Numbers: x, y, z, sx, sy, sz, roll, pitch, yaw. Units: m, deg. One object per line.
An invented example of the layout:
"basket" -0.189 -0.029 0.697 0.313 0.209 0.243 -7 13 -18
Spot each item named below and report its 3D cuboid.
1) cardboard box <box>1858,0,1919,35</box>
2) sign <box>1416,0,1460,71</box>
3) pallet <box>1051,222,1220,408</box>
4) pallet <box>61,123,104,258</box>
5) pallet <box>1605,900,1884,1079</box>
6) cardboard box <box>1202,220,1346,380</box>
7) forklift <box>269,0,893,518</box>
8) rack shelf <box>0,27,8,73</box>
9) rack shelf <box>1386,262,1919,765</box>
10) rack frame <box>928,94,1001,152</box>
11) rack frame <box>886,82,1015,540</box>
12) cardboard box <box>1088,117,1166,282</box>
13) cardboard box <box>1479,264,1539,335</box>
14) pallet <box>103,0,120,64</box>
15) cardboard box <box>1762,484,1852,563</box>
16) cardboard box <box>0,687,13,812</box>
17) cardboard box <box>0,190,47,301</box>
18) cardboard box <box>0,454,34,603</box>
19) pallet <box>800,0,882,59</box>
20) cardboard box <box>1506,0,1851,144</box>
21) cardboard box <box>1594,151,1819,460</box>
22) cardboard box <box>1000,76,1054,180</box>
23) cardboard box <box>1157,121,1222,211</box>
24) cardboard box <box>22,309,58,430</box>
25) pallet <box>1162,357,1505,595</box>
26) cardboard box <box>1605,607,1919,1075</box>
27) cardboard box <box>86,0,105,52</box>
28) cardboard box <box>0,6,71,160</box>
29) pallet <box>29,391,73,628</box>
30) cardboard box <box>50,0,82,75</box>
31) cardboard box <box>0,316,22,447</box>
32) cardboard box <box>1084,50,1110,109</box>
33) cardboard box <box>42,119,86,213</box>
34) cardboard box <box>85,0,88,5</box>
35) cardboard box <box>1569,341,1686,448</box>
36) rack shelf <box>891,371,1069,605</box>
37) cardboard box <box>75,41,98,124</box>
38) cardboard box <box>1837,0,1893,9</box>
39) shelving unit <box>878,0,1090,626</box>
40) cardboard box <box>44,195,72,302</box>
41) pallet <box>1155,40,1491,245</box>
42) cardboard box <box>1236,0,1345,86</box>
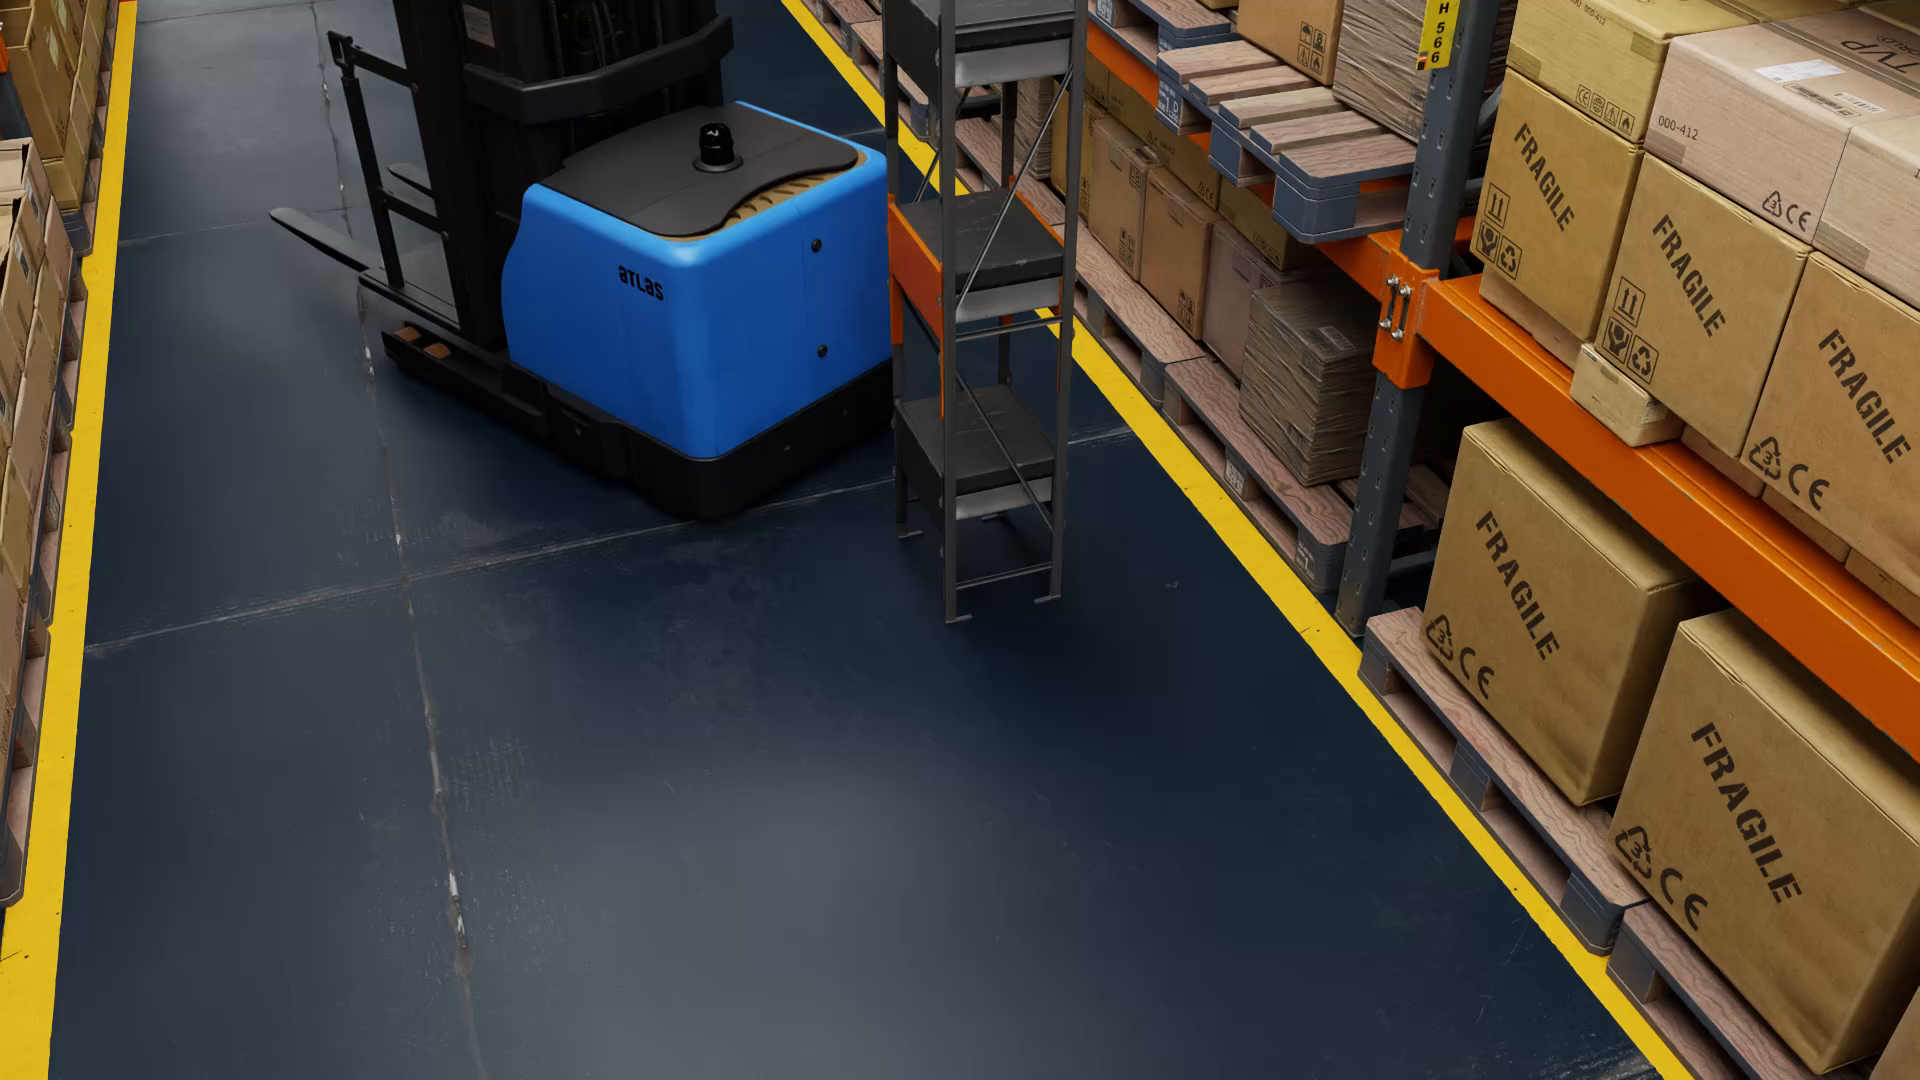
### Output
"cardboard box" 2.281 -0.984 3.593 0.500 0.250 0.500 -14 39 -17
"sign" 1.201 -1.327 4.122 0.100 0.325 0.005 -12 39 -16
"pallet" 1.023 -1.030 6.941 1.003 0.211 1.213 -12 39 -16
"pallet" -4.554 -1.590 7.685 1.003 0.211 1.213 -12 39 -16
"pallet" 2.323 1.249 3.916 1.003 0.211 1.213 -12 39 -16
"cardboard box" 1.342 -0.902 6.166 0.700 0.500 0.500 -13 39 -16
"forklift" -1.664 -1.993 5.960 3.031 2.935 1.130 27 45 31
"rack shelf" -3.631 -0.828 4.955 1.077 0.370 4.000 -12 39 -16
"rack shelf" 2.395 0.404 3.319 1.077 0.370 4.000 -12 39 -16
"rack frame" 0.330 -3.273 7.602 1.000 3.000 0.127 -12 39 -16
"rack frame" -0.027 -0.883 5.177 0.400 2.100 0.015 -12 39 -16
"cardboard box" 0.962 -1.460 6.907 0.700 0.500 0.500 -12 39 -15
"cardboard box" 1.603 -0.687 4.362 0.380 0.149 0.250 -13 39 -17
"pallet" -5.393 -2.968 9.515 1.003 0.211 1.213 -12 39 -16
"cardboard box" 1.993 -0.114 3.601 0.380 0.149 0.250 -12 39 -15
"cardboard box" -2.847 0.588 4.413 0.500 0.250 0.500 -13 39 -16
"cardboard box" -3.726 -1.077 6.157 0.500 0.311 0.500 -11 38 -15
"cardboard box" -3.206 0.012 5.178 0.500 0.250 0.500 -13 39 -17
"pallet" -0.358 -3.222 9.852 1.003 0.211 1.213 -12 39 -16
"cardboard box" 1.631 -1.154 3.818 0.500 0.250 0.500 -12 38 -15
"cardboard box" 1.805 -0.555 3.647 0.500 0.500 0.500 -11 38 -14
"cardboard box" 0.599 -2.038 7.675 0.700 0.500 0.500 -11 38 -14
"cardboard box" 1.091 -1.511 6.351 0.500 0.250 0.500 -13 39 -16
"cardboard box" -3.556 -0.566 5.944 0.500 0.250 0.500 -12 39 -15
"pallet" 1.439 -0.342 6.028 1.003 0.211 1.213 -12 39 -16
"cardboard box" 2.132 0.616 3.877 0.750 0.750 0.750 -13 39 -16
"cardboard box" -4.877 -2.771 8.872 0.500 0.250 0.500 -12 39 -16
"cardboard box" -4.185 -1.941 7.147 0.500 0.500 0.500 -12 39 -16
"pallet" -3.606 -0.033 5.619 1.003 0.211 1.213 -12 39 -16
"cardboard box" -4.529 -2.506 7.897 0.500 0.500 0.500 -12 39 -16
"cardboard box" -3.387 -0.510 5.404 0.500 0.311 0.500 -13 39 -17
"cardboard box" 0.754 -2.090 7.120 0.500 0.250 0.500 -13 39 -17
"cardboard box" -4.194 -1.640 7.370 0.500 0.250 0.500 -12 39 -16
"cardboard box" -4.874 -3.071 8.647 0.500 0.500 0.500 -12 39 -16
"cardboard box" 1.693 -0.376 3.948 0.380 0.149 0.250 -11 38 -15
"rack shelf" 0.057 -0.175 5.423 0.431 0.518 0.480 -12 39 -16
"cardboard box" -4.529 -2.207 8.123 0.500 0.250 0.500 -12 39 -16
"cardboard box" 2.106 -1.277 3.983 0.500 0.250 0.500 -11 38 -15
"shelving unit" 0.057 -0.745 4.994 0.431 2.100 0.503 -12 39 -16
"cardboard box" -3.905 -1.141 6.708 0.500 0.250 0.500 -13 39 -16
"pallet" 1.362 -1.318 5.165 1.213 0.211 1.003 -12 39 -16
"cardboard box" 1.318 -1.803 5.202 0.700 0.500 0.500 -16 40 -20
